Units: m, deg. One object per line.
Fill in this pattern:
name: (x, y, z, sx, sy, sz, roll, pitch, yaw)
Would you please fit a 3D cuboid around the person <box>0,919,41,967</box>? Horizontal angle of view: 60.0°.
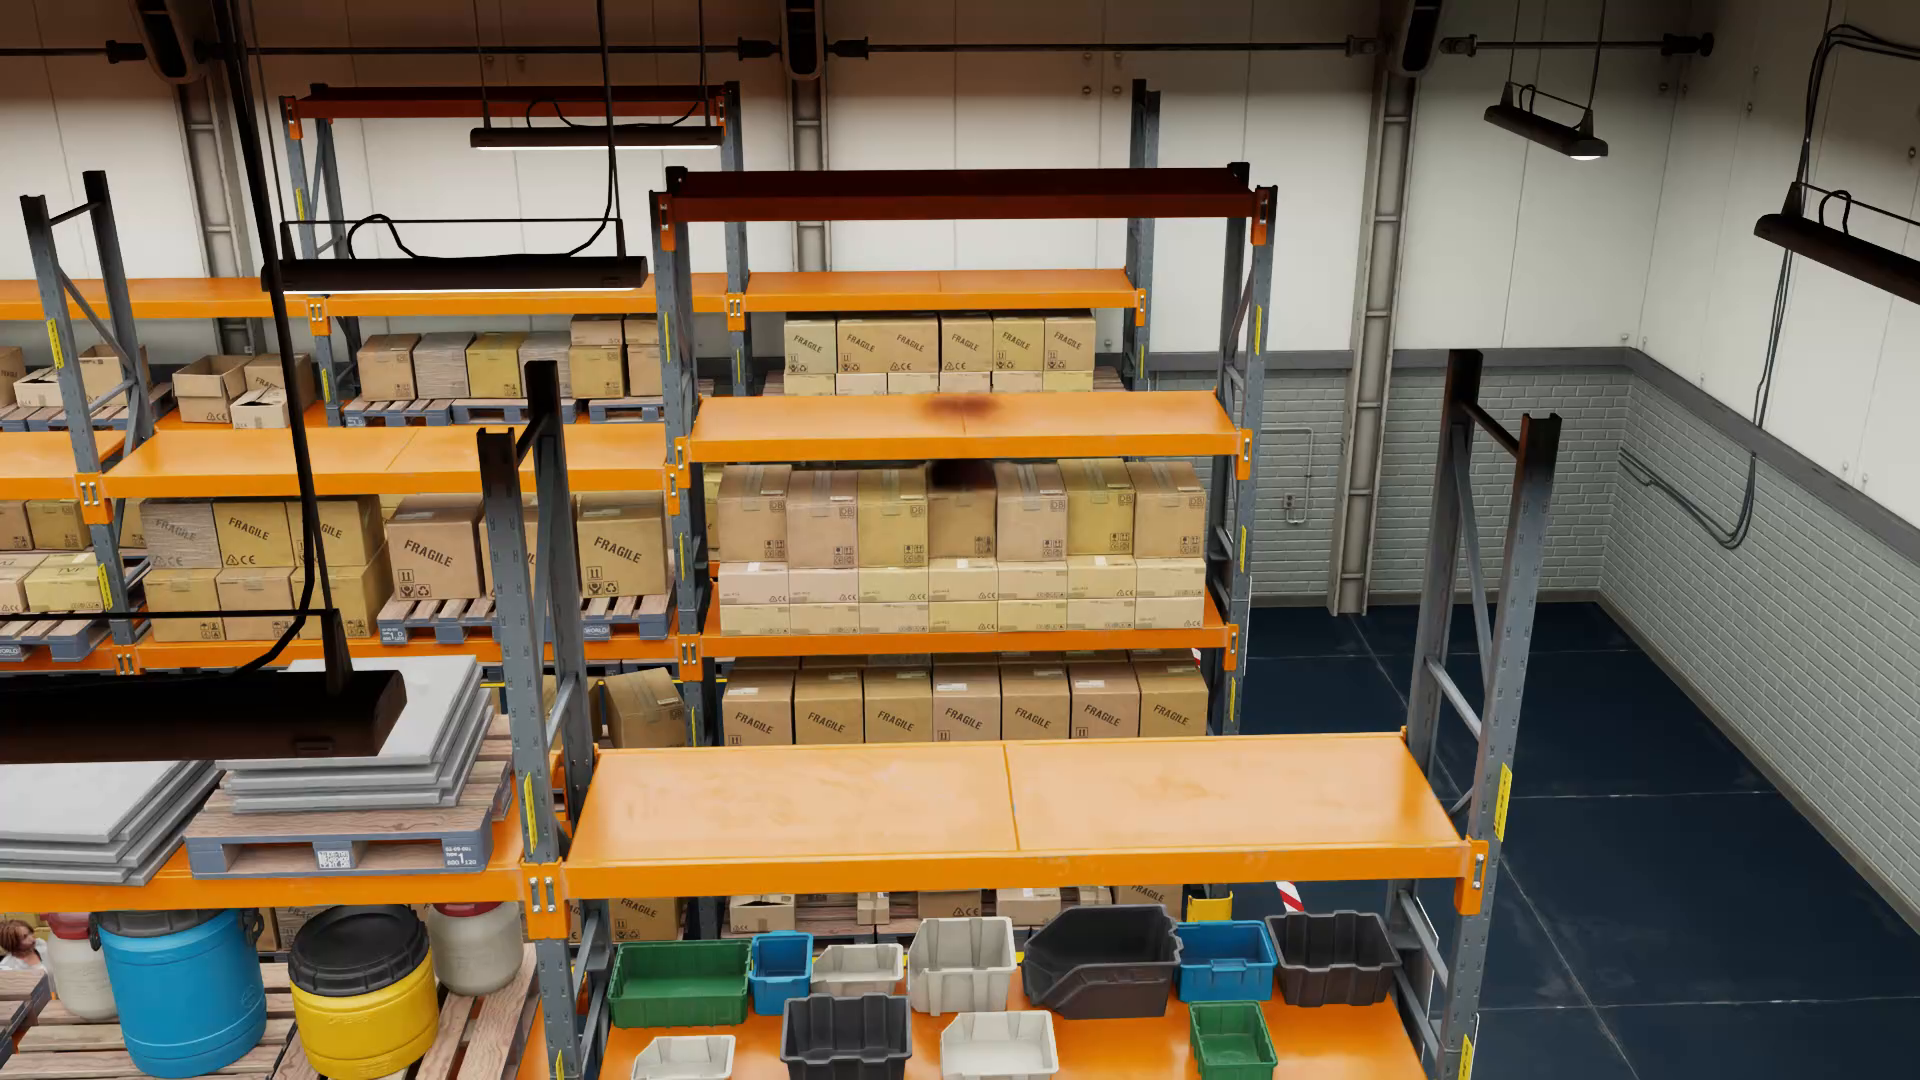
person: (-6.094, 3.234, 11.124, 0.581, 1.640, 0.406, 16, 27, 34)
